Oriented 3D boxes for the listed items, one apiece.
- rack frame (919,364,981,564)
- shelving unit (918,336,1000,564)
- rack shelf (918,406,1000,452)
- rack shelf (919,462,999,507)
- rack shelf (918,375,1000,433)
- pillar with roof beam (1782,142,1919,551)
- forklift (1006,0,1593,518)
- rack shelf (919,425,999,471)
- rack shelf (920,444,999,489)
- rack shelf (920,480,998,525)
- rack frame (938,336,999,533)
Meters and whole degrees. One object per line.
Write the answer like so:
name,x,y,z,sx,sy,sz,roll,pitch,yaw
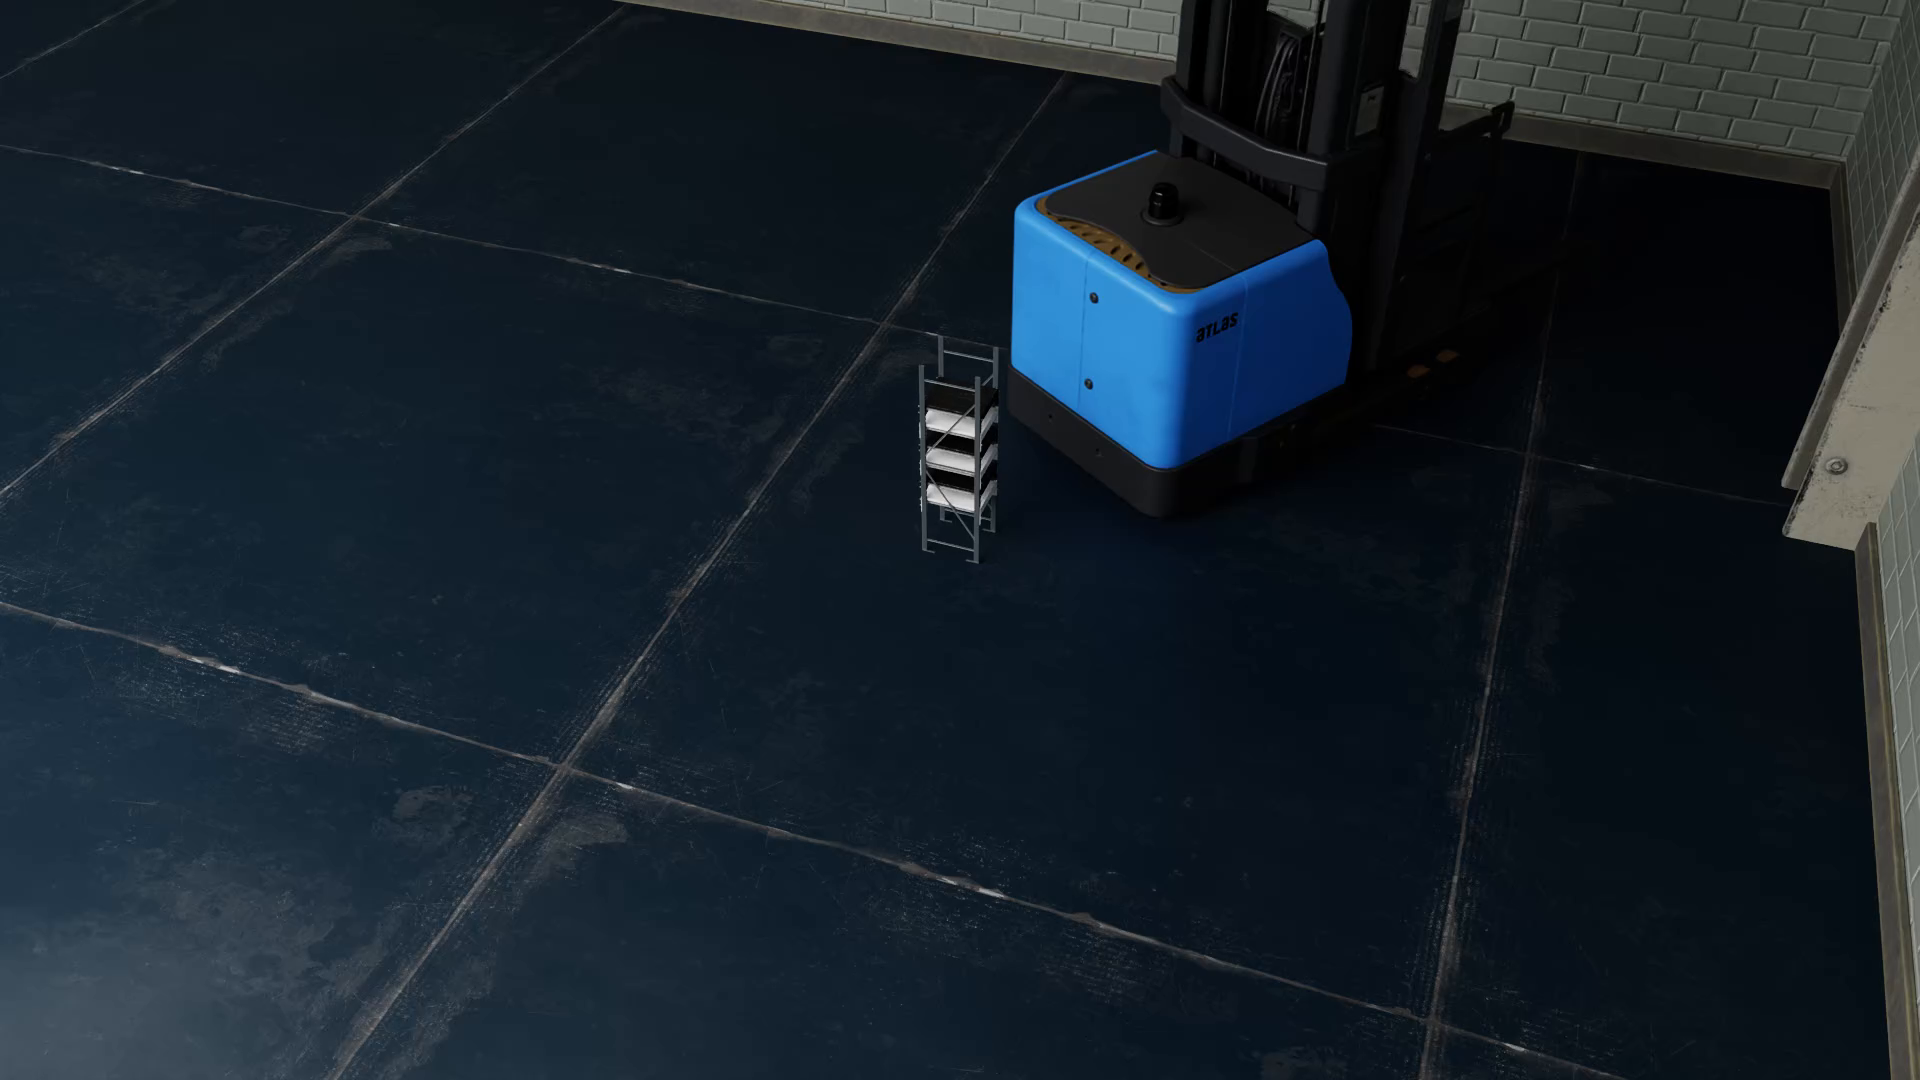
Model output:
rack frame,-0.038,-0.275,6.379,0.240,0.900,0.006,13,42,15
shelving unit,-0.003,-0.337,6.452,0.258,0.900,0.210,13,42,15
rack shelf,-0.003,-0.449,6.357,0.258,0.077,0.200,13,42,15
rack shelf,-0.003,-0.244,6.532,0.258,0.077,0.200,13,42,15
rack shelf,-0.003,-0.517,6.299,0.258,0.077,0.200,13,42,15
pillar with roof beam,-0.482,-4.483,5.072,9.100,9.000,0.400,13,42,15
forklift,1.685,-1.987,6.821,3.031,2.935,1.130,-26,47,-27
rack shelf,-0.003,-0.381,6.415,0.258,0.077,0.200,13,42,15
rack shelf,-0.003,-0.312,6.474,0.258,0.077,0.200,13,42,15
rack shelf,-0.003,-0.175,6.591,0.258,0.077,0.200,13,42,15
rack frame,0.032,-0.399,6.525,0.240,0.900,0.006,13,42,15
